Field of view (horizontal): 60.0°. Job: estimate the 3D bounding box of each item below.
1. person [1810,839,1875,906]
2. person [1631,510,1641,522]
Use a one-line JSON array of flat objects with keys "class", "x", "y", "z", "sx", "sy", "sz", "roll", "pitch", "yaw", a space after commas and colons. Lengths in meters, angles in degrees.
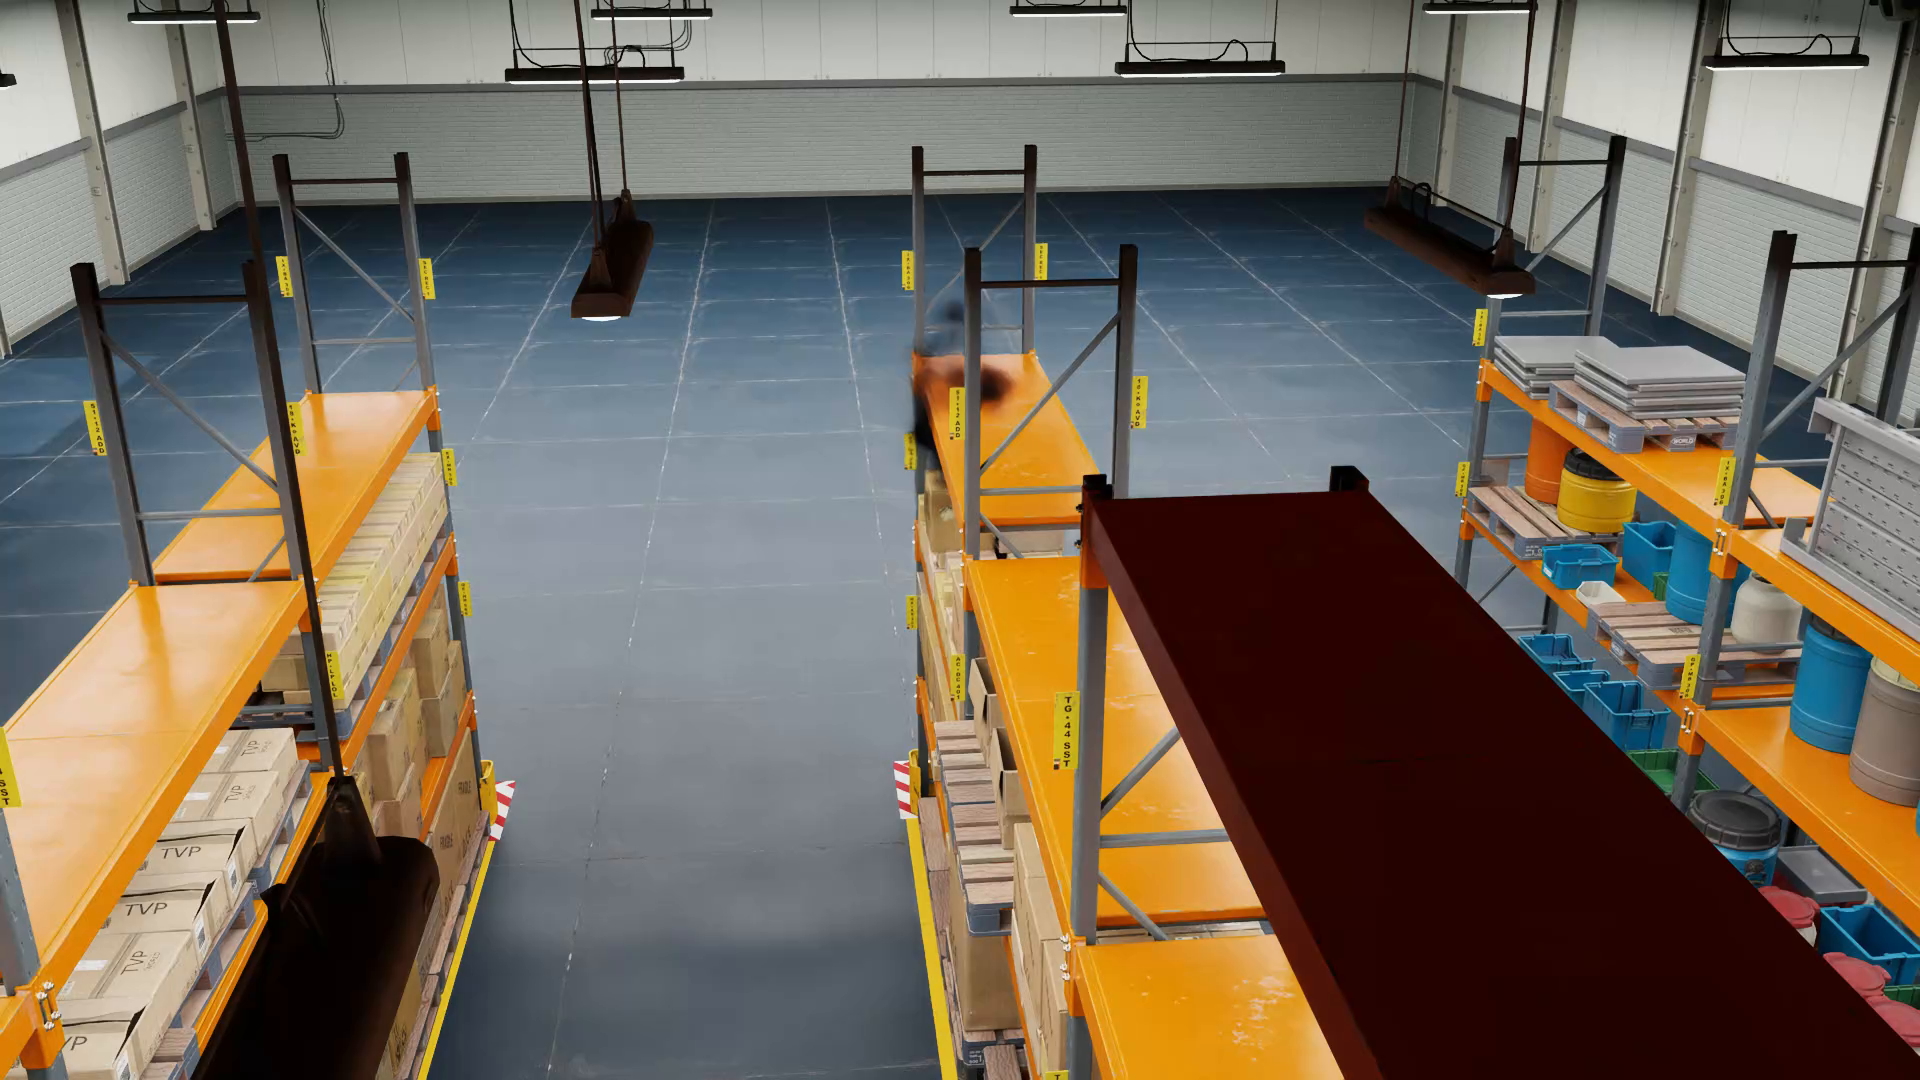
[{"class": "person", "x": 7.177, "y": 2.338, "z": 13.408, "sx": 0.680, "sy": 1.852, "sz": 0.752, "roll": -3, "pitch": 22, "yaw": -8}, {"class": "person", "x": 7.230, "y": 0.420, "z": 18.372, "sx": 0.537, "sy": 1.628, "sz": 0.578, "roll": 10, "pitch": 24, "yaw": 24}]
